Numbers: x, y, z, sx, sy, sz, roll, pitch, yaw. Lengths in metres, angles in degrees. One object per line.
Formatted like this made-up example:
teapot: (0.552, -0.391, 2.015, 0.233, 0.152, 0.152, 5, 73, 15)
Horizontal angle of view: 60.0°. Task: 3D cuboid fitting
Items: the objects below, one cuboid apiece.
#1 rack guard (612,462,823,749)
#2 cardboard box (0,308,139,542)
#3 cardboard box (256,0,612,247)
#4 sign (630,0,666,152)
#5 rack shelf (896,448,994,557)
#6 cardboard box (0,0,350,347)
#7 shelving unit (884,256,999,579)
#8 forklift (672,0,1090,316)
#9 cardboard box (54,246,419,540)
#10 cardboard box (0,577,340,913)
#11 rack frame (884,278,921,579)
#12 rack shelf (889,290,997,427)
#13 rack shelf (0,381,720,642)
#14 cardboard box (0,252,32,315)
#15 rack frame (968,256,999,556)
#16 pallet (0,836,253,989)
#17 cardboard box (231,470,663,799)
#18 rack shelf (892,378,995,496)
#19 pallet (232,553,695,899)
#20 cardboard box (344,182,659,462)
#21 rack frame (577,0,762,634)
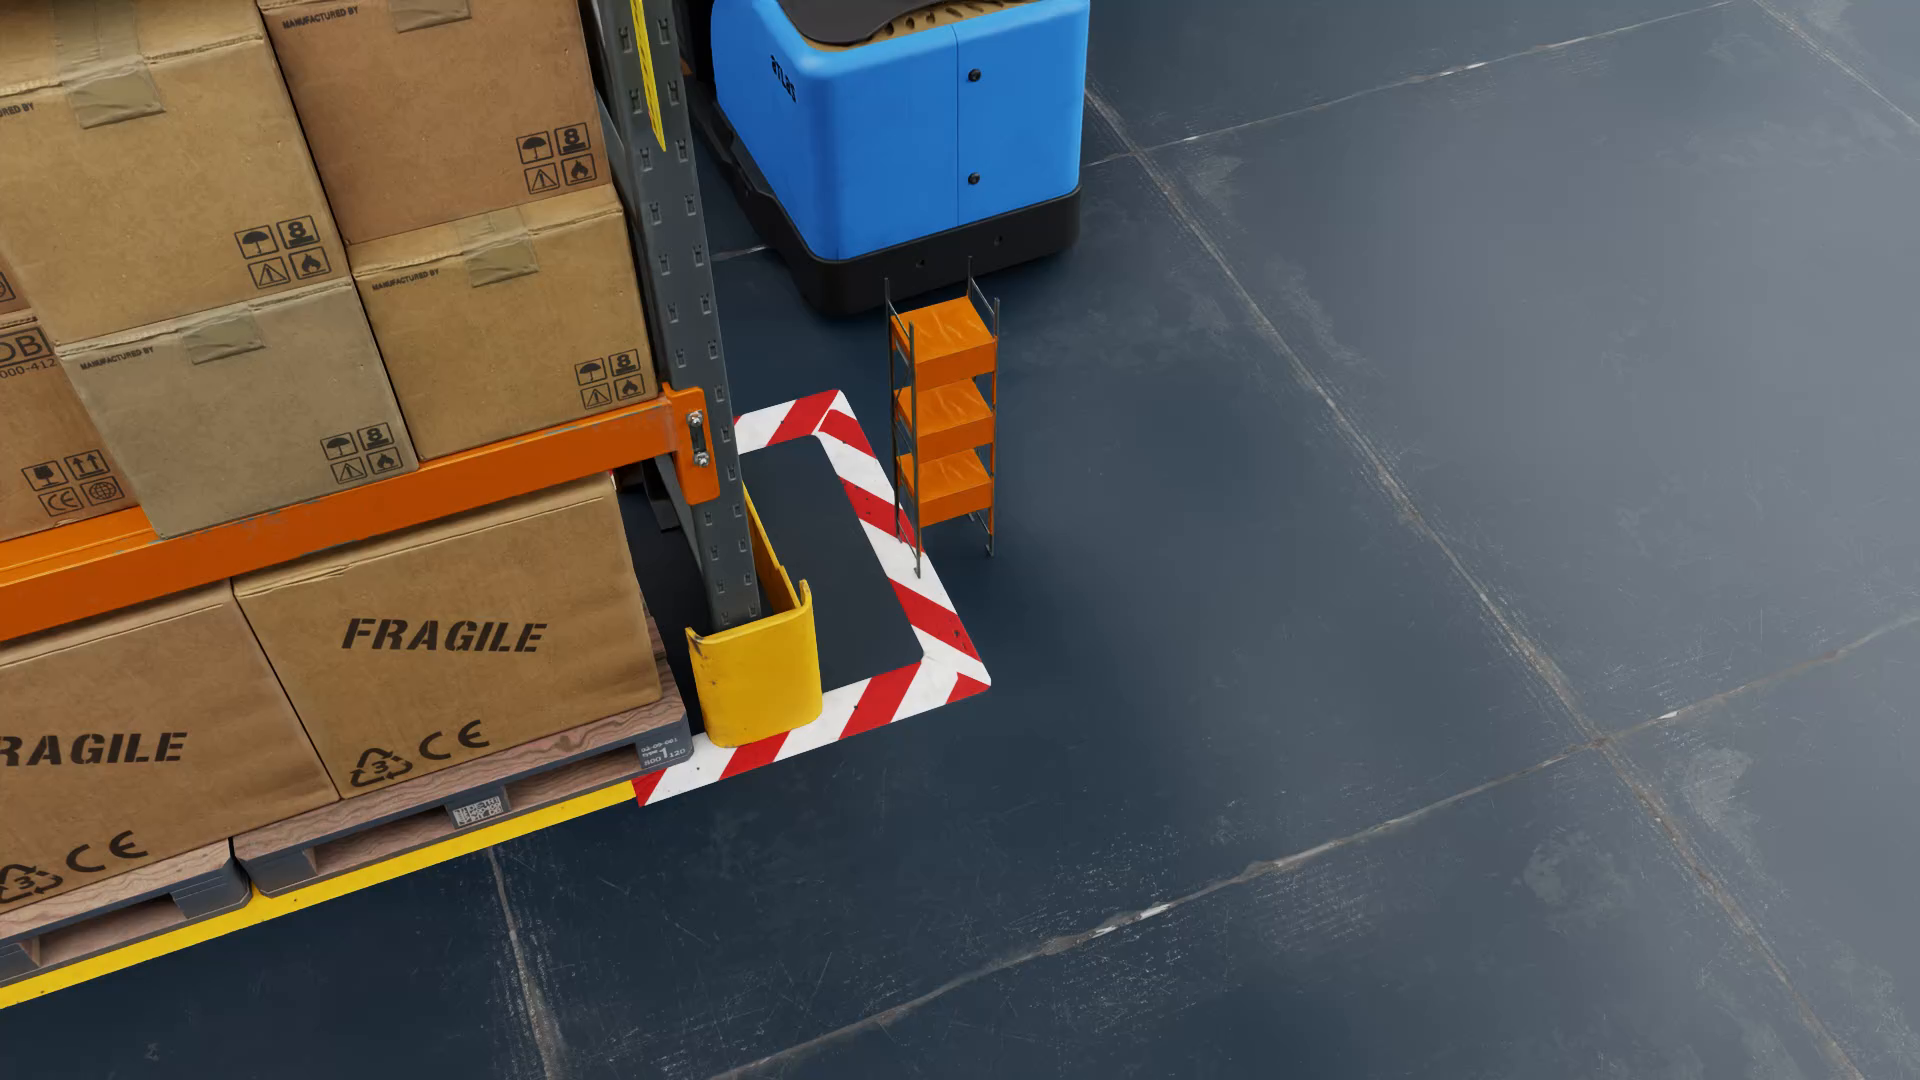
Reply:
rack guard: (-0.758, -0.013, 4.931, 0.348, 0.500, 1.175, -17, 52, -14)
cardboard box: (-2.174, -0.485, 3.591, 0.550, 0.550, 0.875, -17, 52, -14)
cardboard box: (-1.139, -1.142, 3.443, 0.550, 0.550, 0.875, -17, 52, -14)
sign: (-0.588, -0.890, 3.117, 0.005, 0.325, 0.100, -17, 52, -14)
rack shelf: (-0.049, -0.139, 5.057, 0.240, 0.259, 0.215, -17, 52, -14)
cardboard box: (-1.613, -0.919, 3.251, 0.550, 0.550, 0.875, -17, 52, -14)
shelving unit: (-0.049, -0.327, 4.839, 0.252, 1.050, 0.215, -17, 52, -14)
forklift: (-0.638, -2.874, 5.786, 1.130, 2.935, 3.031, -19, 52, -16)
cardboard box: (-1.608, -0.558, 3.653, 0.550, 0.550, 0.875, -17, 52, -14)
cardboard box: (-2.197, 0.230, 4.199, 0.875, 0.875, 0.875, -18, 52, -15)
rack frame: (-0.162, -0.292, 4.808, 0.008, 1.050, 0.200, -17, 52, -14)
rack shelf: (-0.049, -0.505, 4.631, 0.240, 0.259, 0.215, -17, 52, -14)
rack shelf: (-2.632, -0.012, 3.757, 4.000, 0.370, 1.077, -17, 52, -14)
cardboard box: (-2.183, -0.854, 3.195, 0.550, 0.550, 0.875, -17, 52, -14)
rack frame: (0.064, -0.362, 4.869, 0.008, 1.050, 0.200, -17, 52, -14)
pallet: (-2.619, 0.720, 4.493, 1.213, 0.211, 1.003, -17, 52, -14)
cardboard box: (-1.383, -0.024, 4.417, 0.875, 0.875, 0.875, -17, 51, -14)
rack shelf: (-0.049, -0.320, 4.847, 0.240, 0.259, 0.215, -17, 52, -14)
pallet: (-1.491, 0.373, 4.791, 1.213, 0.211, 1.003, -17, 52, -14)
cardboard box: (-1.107, -0.731, 3.801, 0.550, 0.550, 0.875, -17, 52, -14)
rack frame: (-0.781, -0.820, 3.977, 0.127, 3.000, 1.000, -17, 52, -14)
